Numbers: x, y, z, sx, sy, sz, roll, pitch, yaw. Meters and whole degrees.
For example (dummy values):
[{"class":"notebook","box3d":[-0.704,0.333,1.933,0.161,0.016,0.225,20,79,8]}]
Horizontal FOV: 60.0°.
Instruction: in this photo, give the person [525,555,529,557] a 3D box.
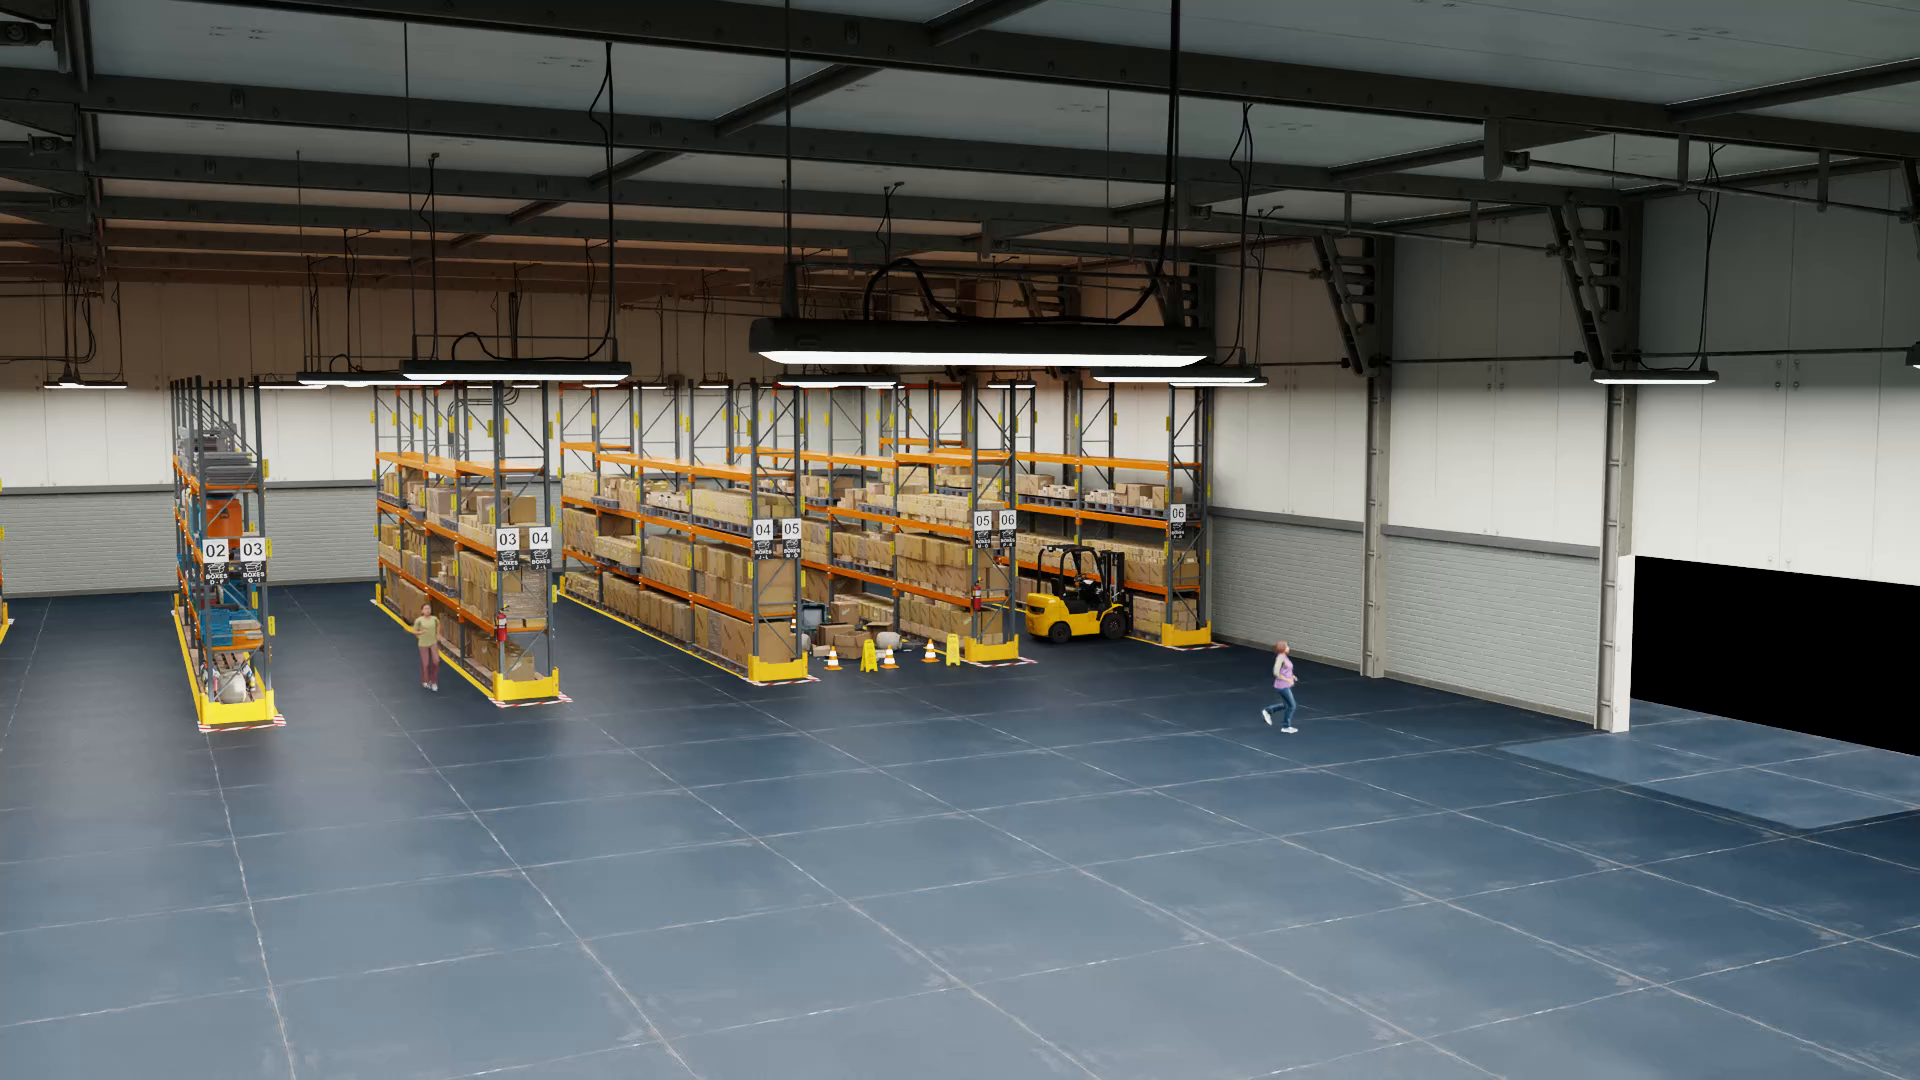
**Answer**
[{"class":"person","box3d":[-12.526,0.707,47.199,0.699,1.657,0.639,2,6,24]}]

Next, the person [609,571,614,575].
[{"class":"person","box3d":[-10.091,0.532,49.268,0.873,1.698,0.600,-3,6,-31]}]

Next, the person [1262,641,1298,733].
[{"class":"person","box3d":[5.402,2.471,27.977,0.573,1.532,0.538,2,5,17]}]

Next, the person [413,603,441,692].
[{"class":"person","box3d":[-10.208,2.055,31.918,0.558,1.705,0.670,-3,6,-28]}]
